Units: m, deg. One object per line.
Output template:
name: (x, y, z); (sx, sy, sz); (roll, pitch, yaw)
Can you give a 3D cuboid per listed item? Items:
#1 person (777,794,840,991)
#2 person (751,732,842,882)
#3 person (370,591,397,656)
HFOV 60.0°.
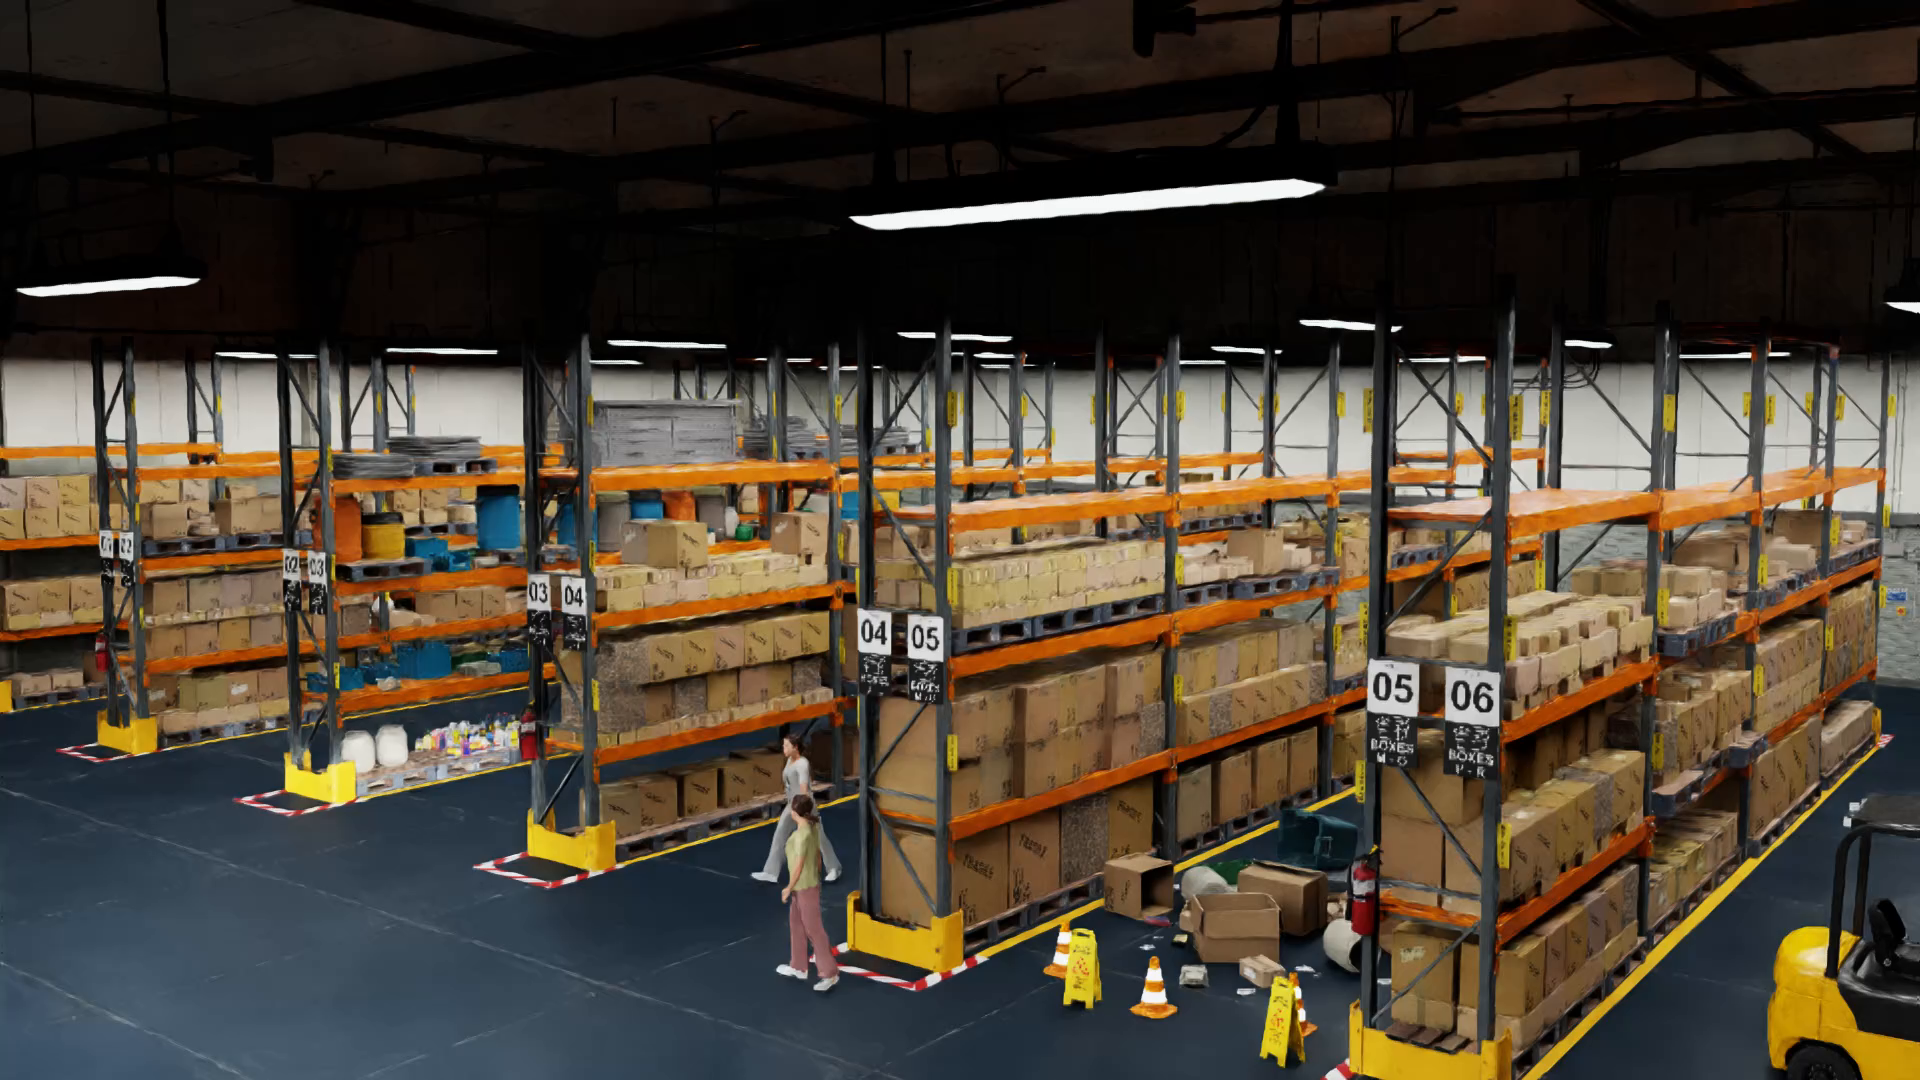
person: (-1.347, 3.069, 14.590); (0.601, 1.667, 0.620); (0, 5, 2)
person: (-1.712, 2.827, 17.594); (0.949, 1.621, 0.482); (-3, 6, -29)
person: (-10.889, 1.606, 31.406); (0.482, 1.622, 0.994); (3, 6, 29)
